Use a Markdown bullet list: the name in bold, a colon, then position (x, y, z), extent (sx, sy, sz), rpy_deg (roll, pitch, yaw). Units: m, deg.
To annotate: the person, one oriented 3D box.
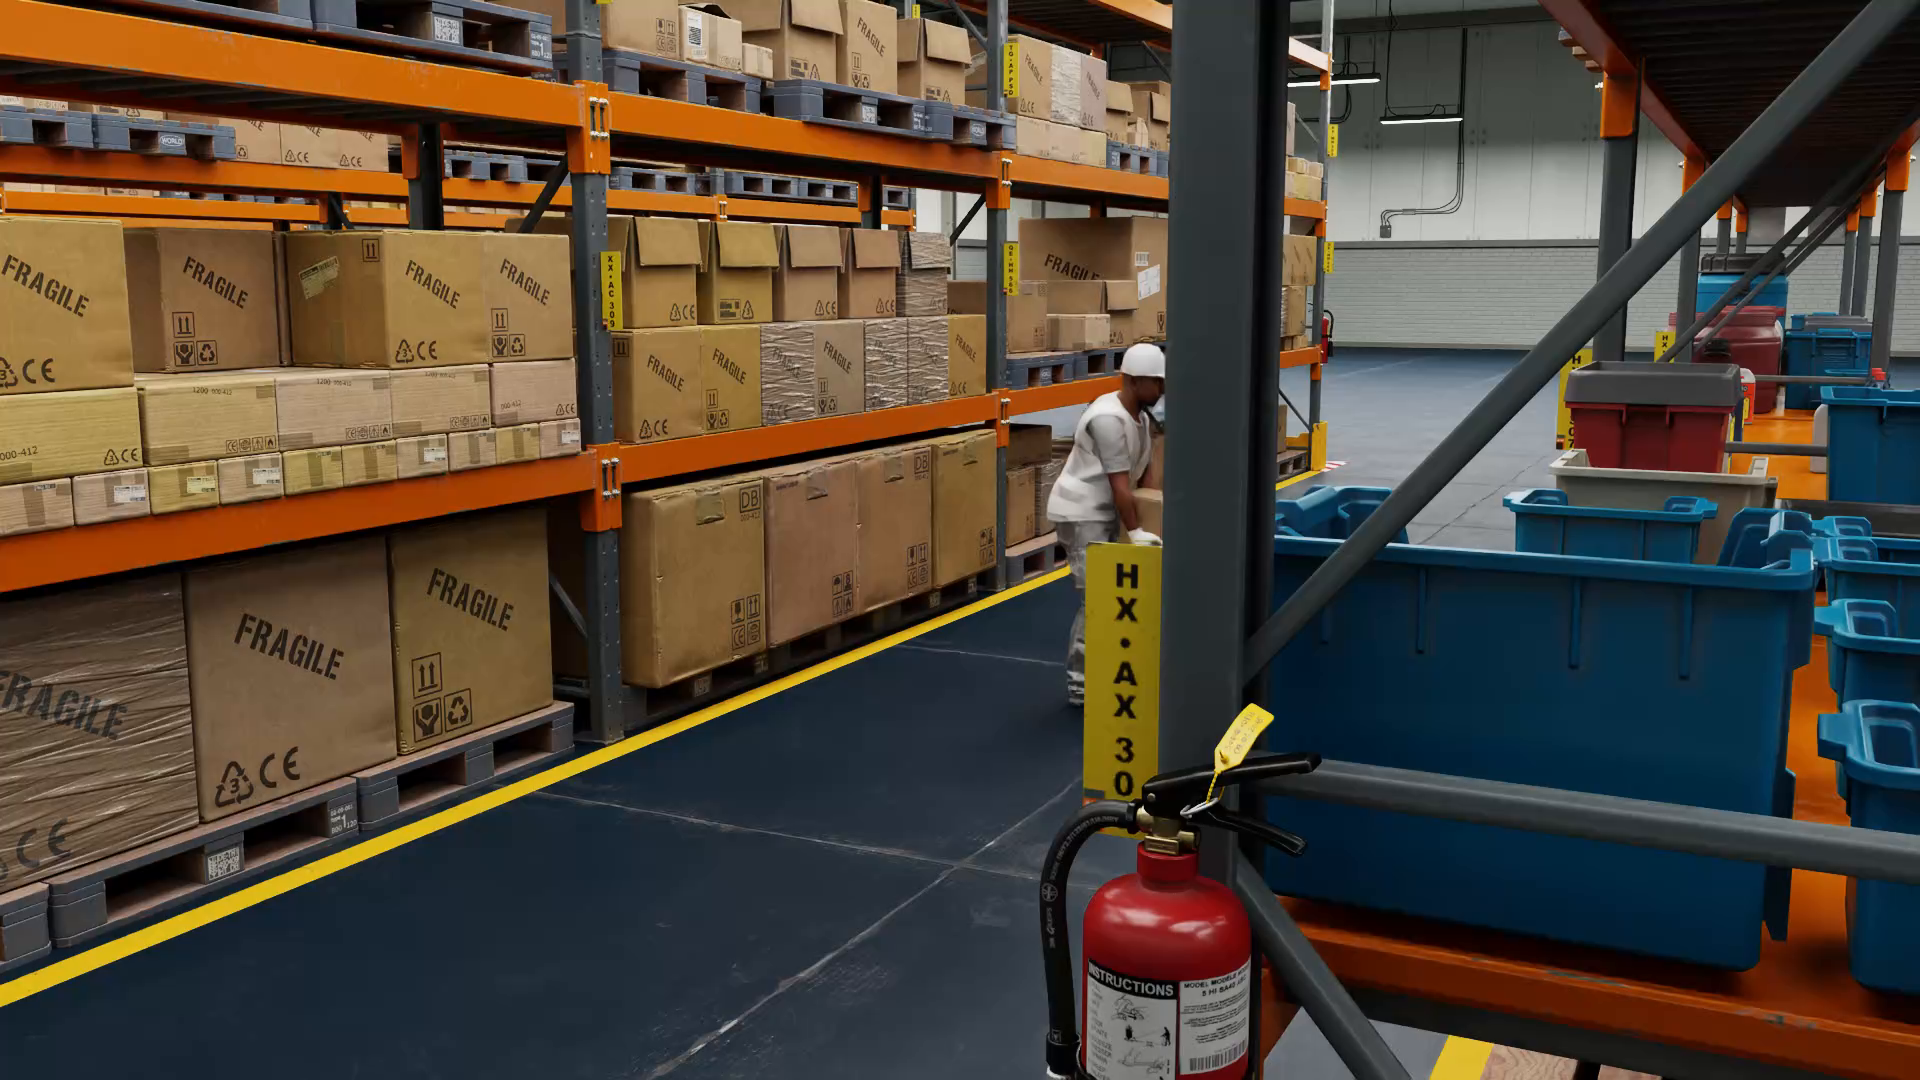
- **person**: position (0.739, -0.070, 7.927), extent (0.622, 1.725, 0.485), rpy_deg (4, 10, 25)
